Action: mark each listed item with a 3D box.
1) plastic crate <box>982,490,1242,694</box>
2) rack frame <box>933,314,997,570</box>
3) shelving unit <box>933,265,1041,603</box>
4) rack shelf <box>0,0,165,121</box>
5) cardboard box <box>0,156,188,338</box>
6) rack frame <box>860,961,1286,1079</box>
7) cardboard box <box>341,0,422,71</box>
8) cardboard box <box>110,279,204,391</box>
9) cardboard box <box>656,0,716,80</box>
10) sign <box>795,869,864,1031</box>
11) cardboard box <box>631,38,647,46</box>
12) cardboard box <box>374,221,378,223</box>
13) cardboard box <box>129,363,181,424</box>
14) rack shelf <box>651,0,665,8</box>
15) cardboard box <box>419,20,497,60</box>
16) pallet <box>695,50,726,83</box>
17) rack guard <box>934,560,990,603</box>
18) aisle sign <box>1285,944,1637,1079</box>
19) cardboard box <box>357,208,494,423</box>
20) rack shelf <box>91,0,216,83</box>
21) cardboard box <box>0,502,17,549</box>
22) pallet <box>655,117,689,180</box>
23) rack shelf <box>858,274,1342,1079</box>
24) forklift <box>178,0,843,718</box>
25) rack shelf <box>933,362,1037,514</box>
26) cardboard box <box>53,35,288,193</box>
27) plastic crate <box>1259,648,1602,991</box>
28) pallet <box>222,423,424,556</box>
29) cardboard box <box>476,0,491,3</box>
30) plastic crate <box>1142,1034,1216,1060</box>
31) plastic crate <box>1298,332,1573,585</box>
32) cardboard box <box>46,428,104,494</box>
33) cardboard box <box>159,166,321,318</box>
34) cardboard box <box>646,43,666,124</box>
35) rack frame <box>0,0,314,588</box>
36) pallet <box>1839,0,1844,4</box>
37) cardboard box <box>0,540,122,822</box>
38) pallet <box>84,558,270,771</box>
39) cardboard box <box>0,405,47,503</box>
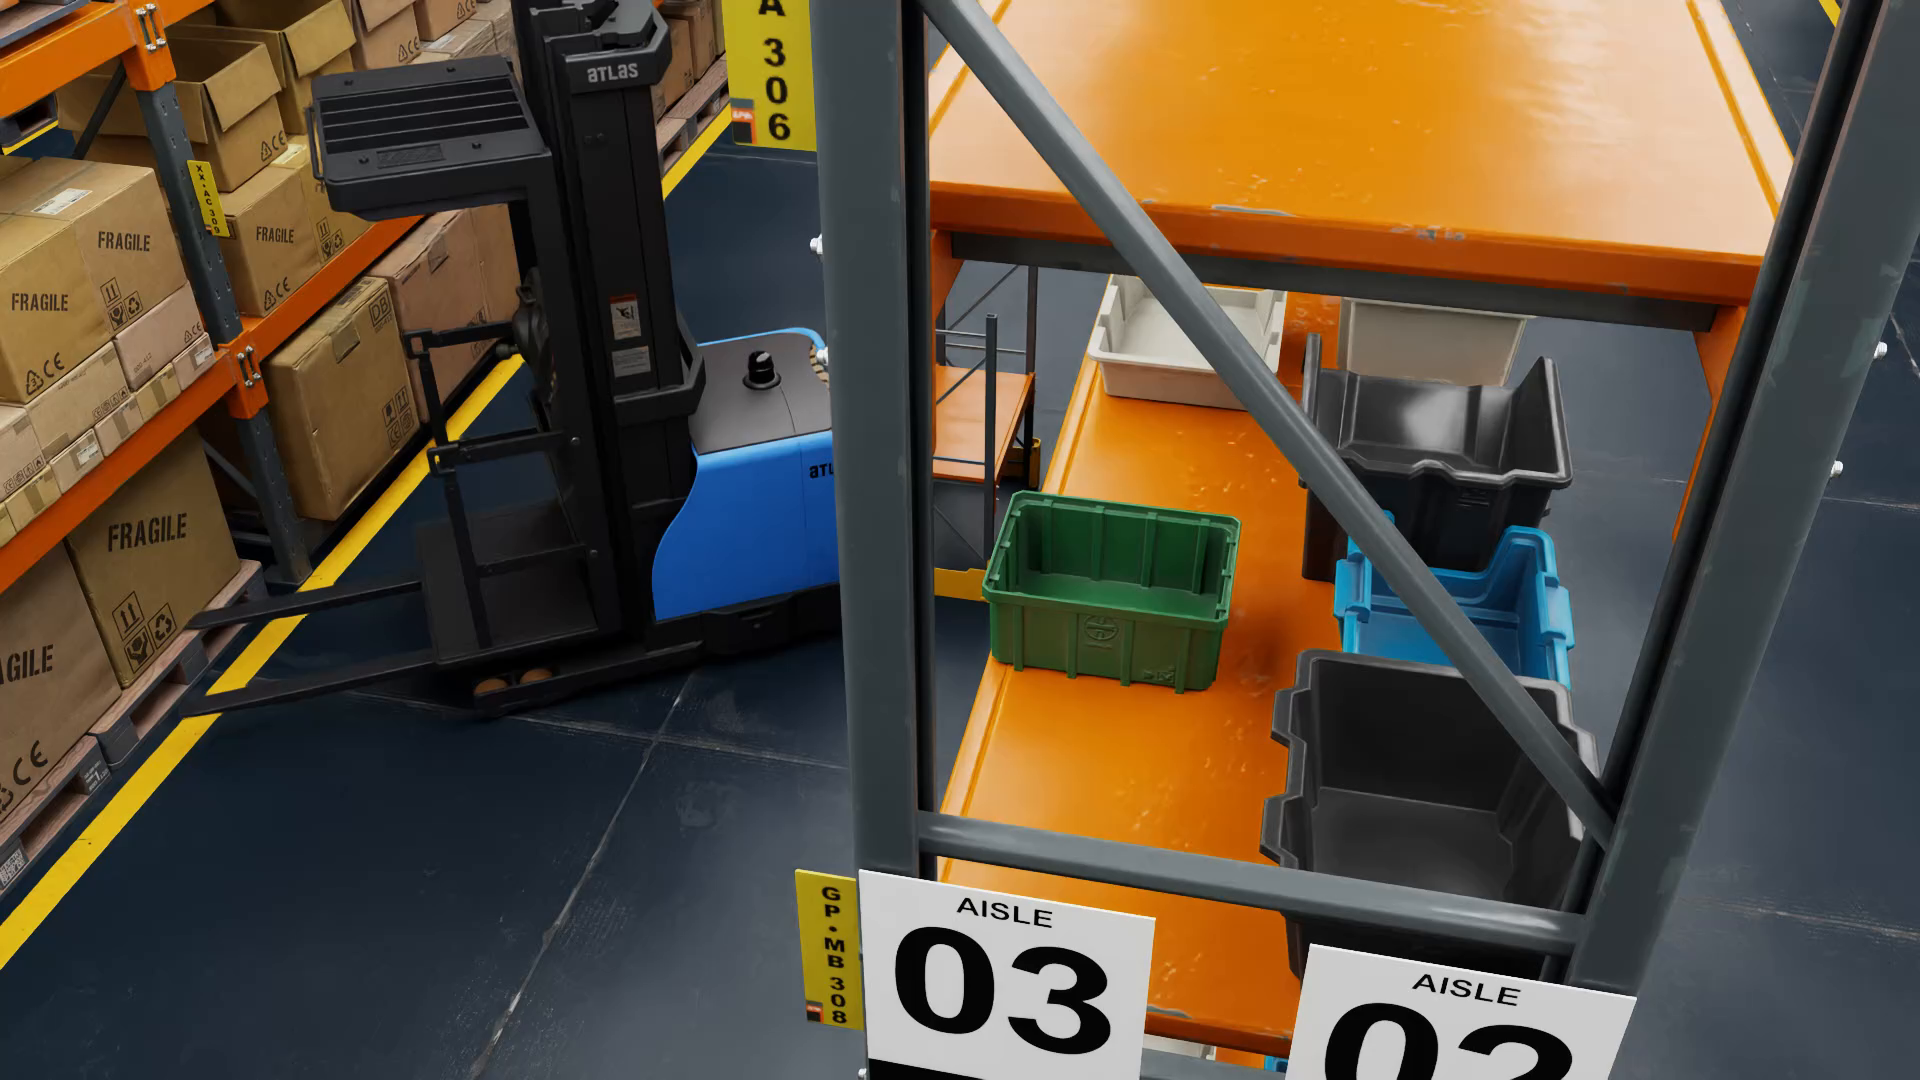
[{"bbox_3d":[0.292,0.099,3.181,0.450,0.188,0.336,7,37,10],"label":"plastic crate"},{"bbox_3d":[-0.090,-0.365,7.475,0.500,1.500,0.032,7,37,10],"label":"rack frame"},{"bbox_3d":[0.016,-0.651,7.870,0.587,1.500,1.083,7,37,10],"label":"shelving unit"},{"bbox_3d":[-4.051,-0.861,4.939,1.077,0.370,4.000,7,37,10],"label":"rack shelf"},{"bbox_3d":[-3.461,-1.151,6.517,0.500,0.500,0.500,8,37,11],"label":"cardboard box"},{"bbox_3d":[0.360,1.829,3.170,1.000,3.000,0.127,7,37,10],"label":"rack frame"},{"bbox_3d":[-3.220,-2.649,8.409,0.797,0.503,0.637,8,37,11],"label":"cardboard box"},{"bbox_3d":[-3.462,-0.858,6.753,0.500,0.250,0.500,7,36,9],"label":"cardboard box"},{"bbox_3d":[-2.307,-3.896,12.825,0.700,0.500,0.500,4,36,6],"label":"cardboard box"},{"bbox_3d":[-0.181,0.597,2.403,0.100,0.325,0.005,7,37,10],"label":"sign"},{"bbox_3d":[-2.553,-3.541,11.696,0.500,0.250,0.500,11,37,15],"label":"cardboard box"},{"bbox_3d":[-3.068,-1.933,8.276,0.500,0.500,0.500,7,36,9],"label":"cardboard box"},{"bbox_3d":[-3.424,-0.619,6.762,0.380,0.149,0.250,8,37,11],"label":"cardboard box"},{"bbox_3d":[-2.343,-4.233,12.148,1.077,0.370,4.000,7,37,10],"label":"rack shelf"},{"bbox_3d":[-2.853,-2.521,9.087,0.500,0.500,0.500,6,36,8],"label":"cardboard box"},{"bbox_3d":[-2.080,-4.096,13.721,1.003,0.211,1.213,7,37,10],"label":"pallet"},{"bbox_3d":[-0.090,0.141,7.843,0.587,0.250,0.087,7,37,10],"label":"rack guard"},{"bbox_3d":[0.635,0.855,2.299,0.394,0.787,0.004,7,37,10],"label":"aisle sign"},{"bbox_3d":[-3.317,-1.276,8.908,1.225,0.875,0.875,6,36,8],"label":"cardboard box"},{"bbox_3d":[-3.197,-3.155,8.104,1.077,0.370,4.000,7,37,10],"label":"rack shelf"},{"bbox_3d":[-3.643,-0.030,5.950,0.380,0.149,0.250,7,36,9],"label":"cardboard box"},{"bbox_3d":[-2.601,-2.697,11.791,1.003,0.211,1.213,7,37,10],"label":"pallet"},{"bbox_3d":[0.787,-0.241,4.083,1.077,0.370,4.000,7,37,10],"label":"rack shelf"},{"bbox_3d":[-1.922,-0.772,6.817,3.031,2.935,1.130,-12,38,-16],"label":"forklift"},{"bbox_3d":[0.018,-0.511,7.983,0.538,0.185,1.000,7,37,10],"label":"rack shelf"},{"bbox_3d":[-3.496,-1.899,7.374,0.797,0.503,0.637,6,36,9],"label":"cardboard box"},{"bbox_3d":[0.715,0.482,2.584,0.497,0.269,0.590,7,37,10],"label":"plastic crate"},{"bbox_3d":[-3.533,-0.407,8.632,1.003,0.211,1.213,7,37,10],"label":"pallet"},{"bbox_3d":[-2.942,-3.407,9.455,0.797,0.503,0.637,9,37,12],"label":"cardboard box"},{"bbox_3d":[0.434,1.257,4.133,0.396,0.136,0.243,7,37,10],"label":"plastic crate"},{"bbox_3d":[0.955,-0.202,3.469,0.504,0.338,0.767,7,37,10],"label":"plastic crate"},{"bbox_3d":[-3.534,-0.325,6.356,0.380,0.149,0.250,8,37,11],"label":"cardboard box"},{"bbox_3d":[-3.282,-1.358,7.482,0.500,0.500,0.500,7,37,10],"label":"cardboard box"},{"bbox_3d":[-2.540,-3.250,11.934,0.700,0.500,0.500,4,36,6],"label":"cardboard box"},{"bbox_3d":[-3.624,-1.085,7.191,1.000,3.000,0.127,7,37,10],"label":"rack frame"},{"bbox_3d":[8.494,-5.148,15.173,1.003,0.211,1.213,7,37,10],"label":"pallet"},{"bbox_3d":[-4.035,0.490,6.471,0.875,0.875,0.875,7,37,10],"label":"cardboard box"},{"bbox_3d":[-3.863,0.470,7.421,1.003,0.211,1.213,7,37,10],"label":"pallet"},{"bbox_3d":[-3.679,-0.269,5.939,0.500,0.250,0.500,8,37,11],"label":"cardboard box"}]
